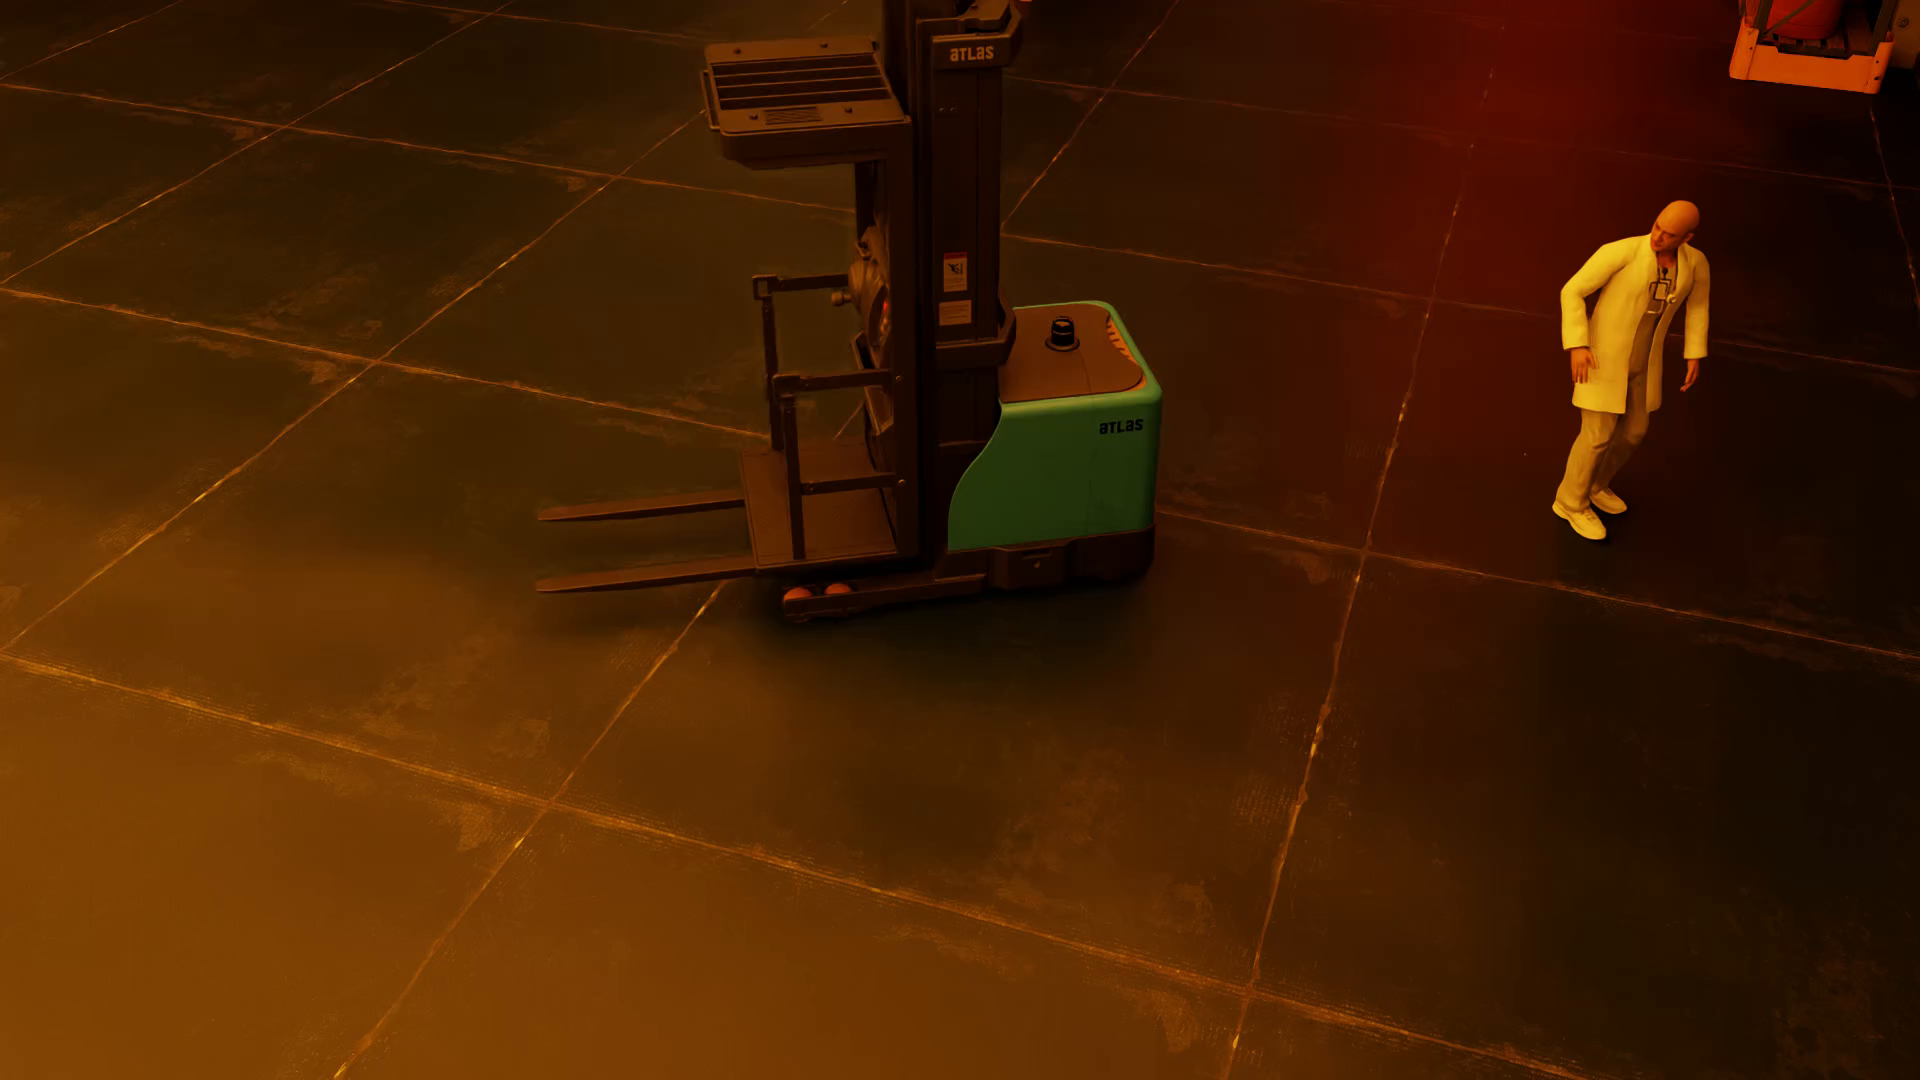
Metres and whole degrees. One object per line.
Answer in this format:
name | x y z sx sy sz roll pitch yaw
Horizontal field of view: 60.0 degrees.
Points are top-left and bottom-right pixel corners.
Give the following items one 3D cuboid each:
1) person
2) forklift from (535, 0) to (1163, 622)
person | 3.399 -0.867 8.356 0.794 1.757 0.554 -9 36 -13
forklift | -0.599 -1.128 7.702 3.031 2.935 1.130 -6 36 -9
